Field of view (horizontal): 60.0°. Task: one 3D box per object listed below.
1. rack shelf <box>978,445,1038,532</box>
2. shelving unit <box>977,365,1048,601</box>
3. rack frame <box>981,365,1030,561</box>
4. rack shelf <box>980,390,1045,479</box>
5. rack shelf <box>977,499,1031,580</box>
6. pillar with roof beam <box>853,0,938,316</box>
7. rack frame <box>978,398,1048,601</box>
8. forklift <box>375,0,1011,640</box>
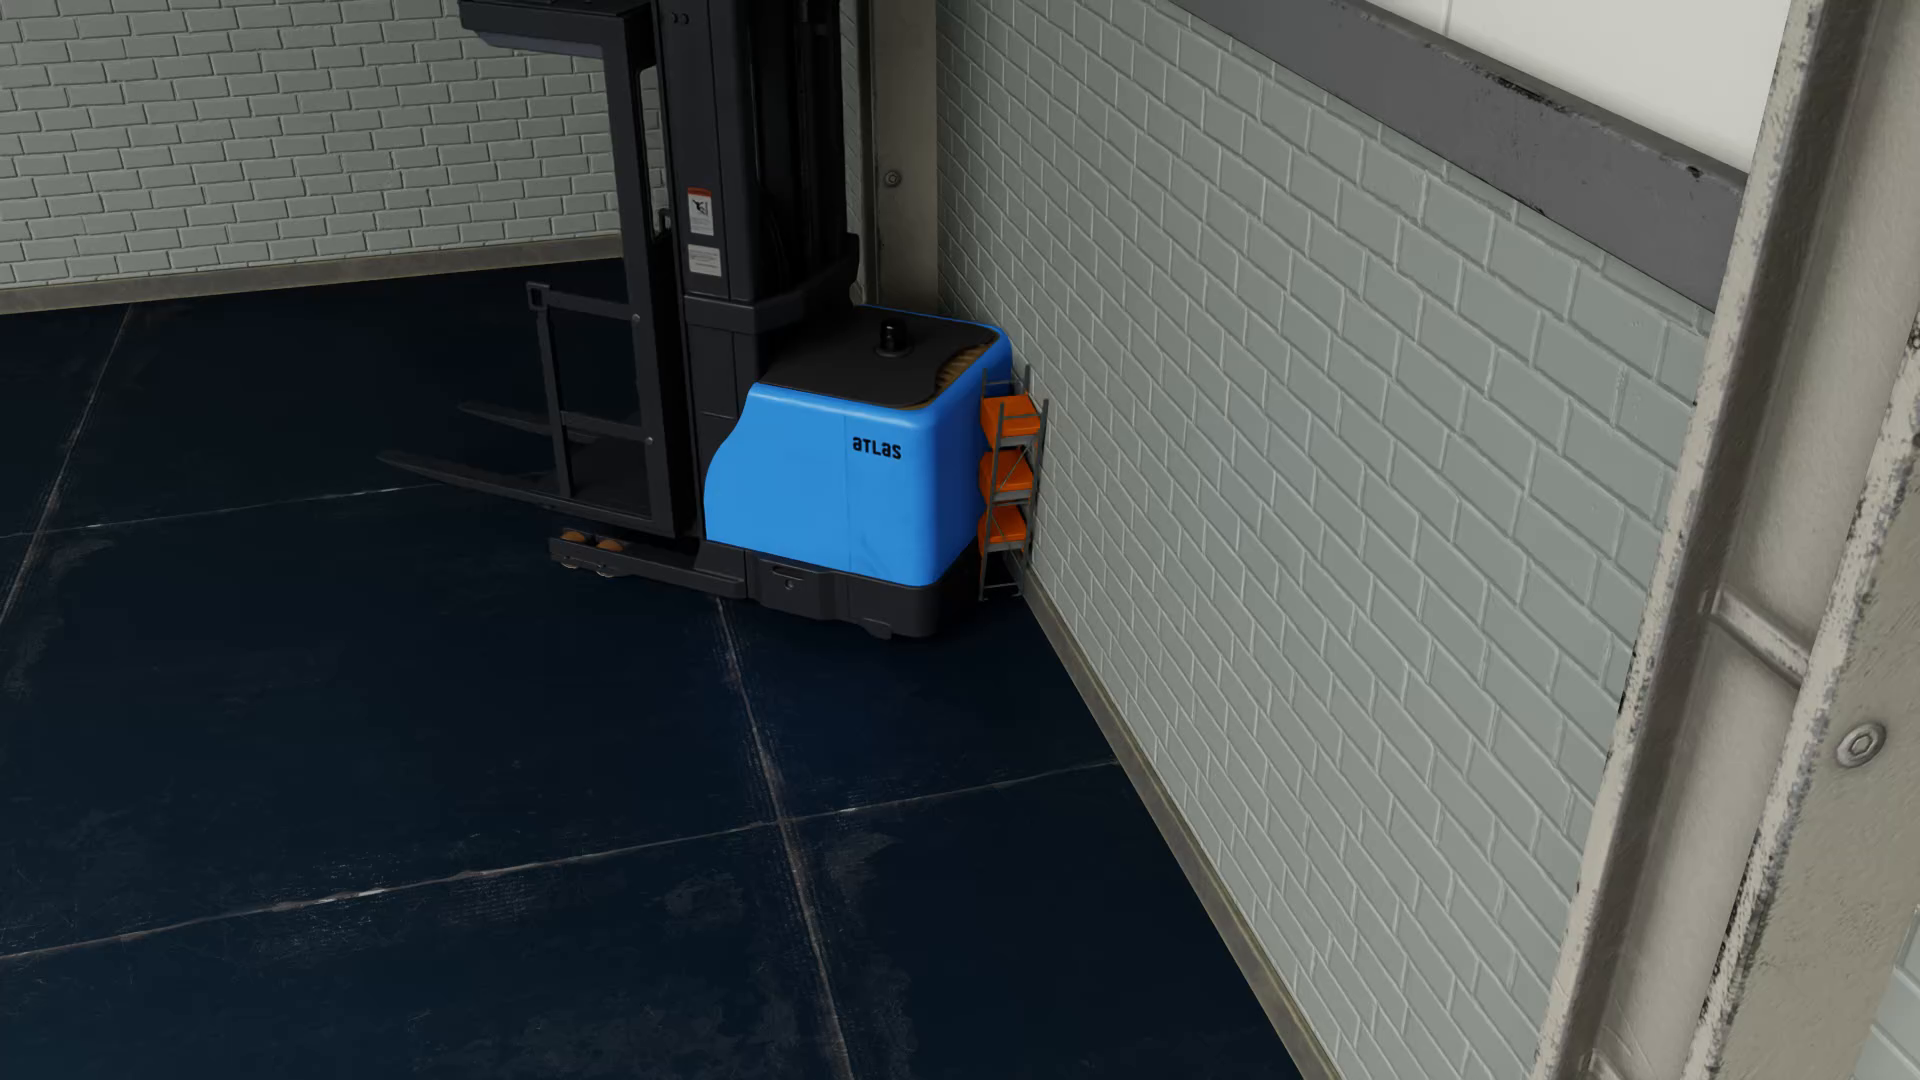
[{"bbox_3d":[0.183,-0.219,7.052,0.215,0.259,0.240,-7,41,-15],"label":"rack shelf"},{"bbox_3d":[0.184,-0.227,7.045,0.215,1.050,0.252,-7,41,-15],"label":"shelving unit"},{"bbox_3d":[0.151,-0.304,7.134,0.200,1.050,0.008,-7,41,-15],"label":"rack frame"},{"bbox_3d":[0.204,-0.437,6.871,0.215,0.259,0.240,-7,41,-15],"label":"rack shelf"},{"bbox_3d":[0.162,-0.006,7.229,0.215,0.259,0.240,-7,41,-15],"label":"rack shelf"},{"bbox_3d":[-4.453,-3.912,5.526,9.100,9.000,0.400,-8,31,-13],"label":"pillar with roof beam"},{"bbox_3d":[0.216,-0.150,6.957,0.200,1.050,0.008,-7,41,-15],"label":"rack frame"},{"bbox_3d":[-1.297,-1.328,7.118,3.031,2.935,1.130,12,32,20],"label":"forklift"}]
